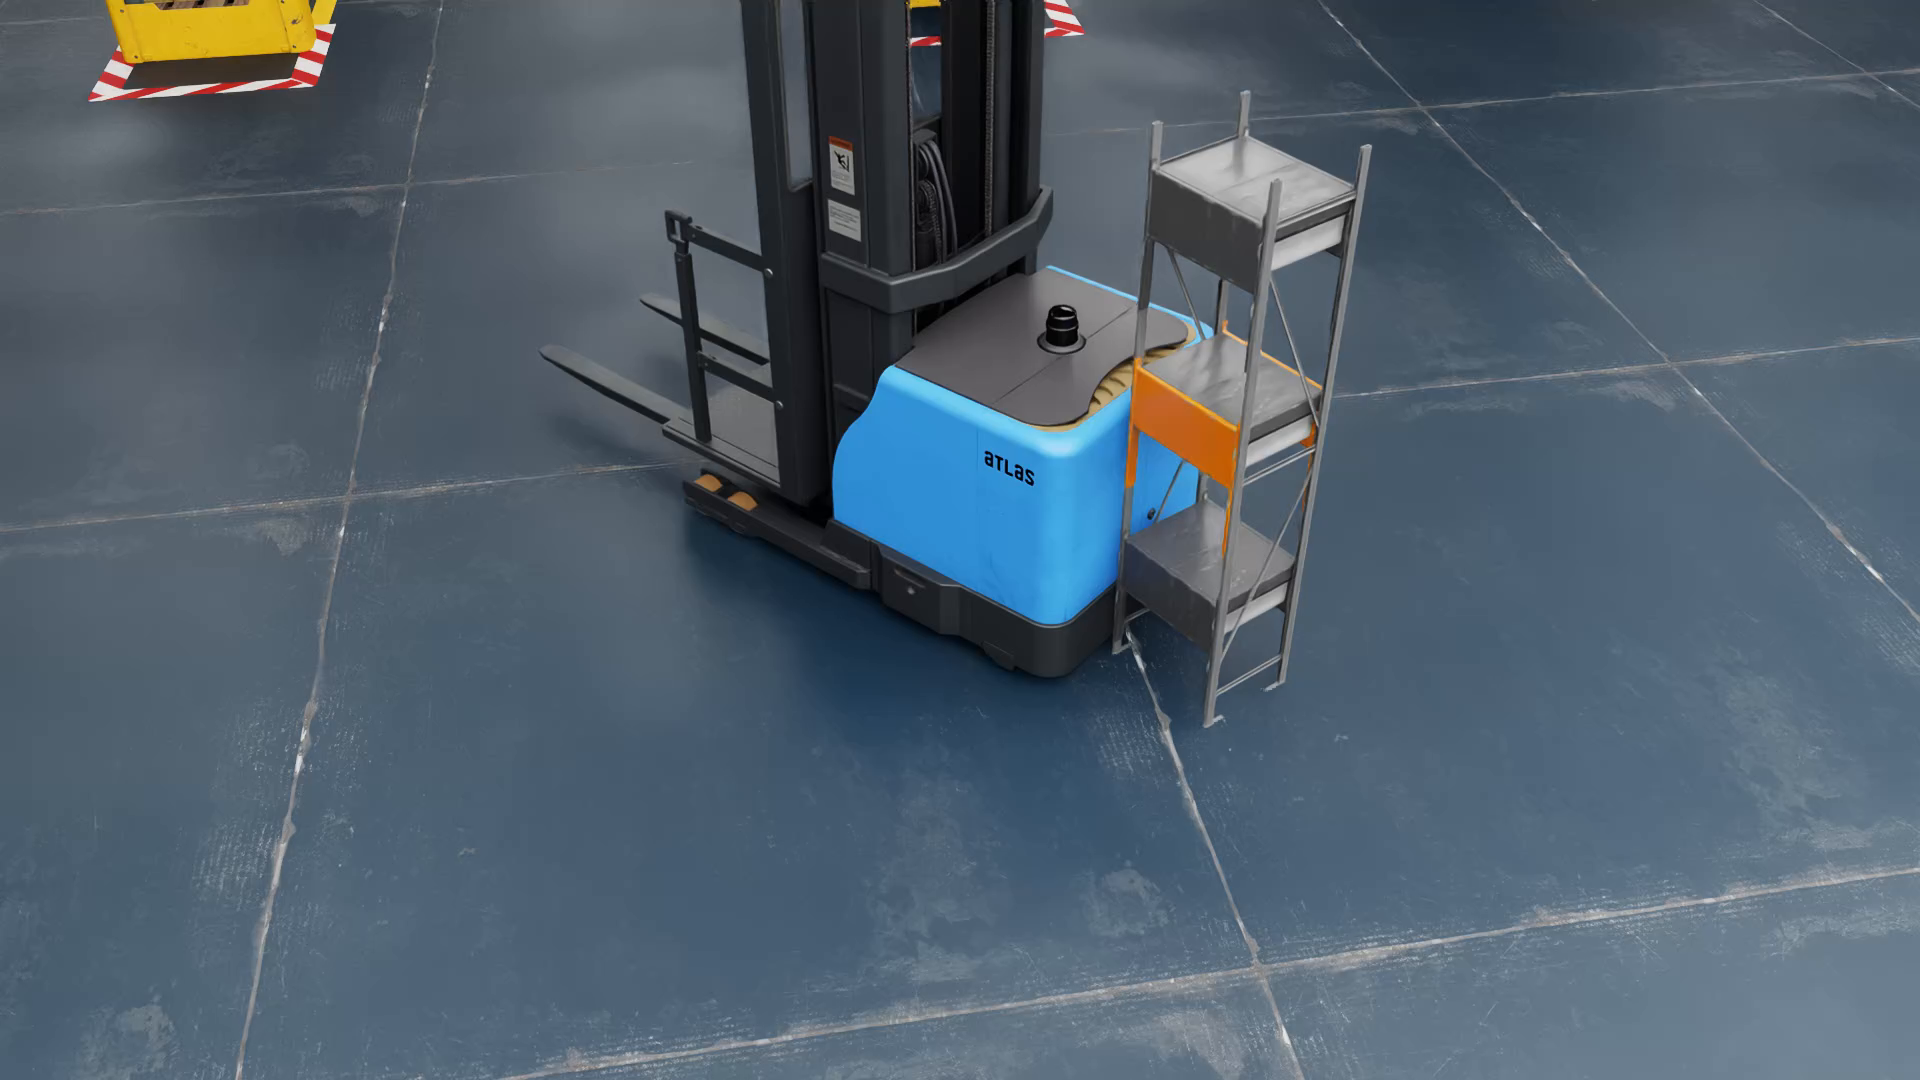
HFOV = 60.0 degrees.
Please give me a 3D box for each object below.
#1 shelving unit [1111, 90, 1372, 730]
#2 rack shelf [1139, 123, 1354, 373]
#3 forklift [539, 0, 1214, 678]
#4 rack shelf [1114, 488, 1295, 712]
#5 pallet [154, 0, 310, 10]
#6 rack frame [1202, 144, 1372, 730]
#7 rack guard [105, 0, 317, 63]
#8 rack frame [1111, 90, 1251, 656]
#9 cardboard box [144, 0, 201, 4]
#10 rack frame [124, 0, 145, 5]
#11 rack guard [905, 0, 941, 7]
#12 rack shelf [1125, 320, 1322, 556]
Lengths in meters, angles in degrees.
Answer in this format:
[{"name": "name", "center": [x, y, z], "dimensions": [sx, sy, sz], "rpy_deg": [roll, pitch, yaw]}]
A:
[{"name": "shelving unit", "center": [0.875, -0.355, 5.495], "dimensions": [0.431, 2.100, 0.503], "rpy_deg": [-25, 44, -29]}, {"name": "rack shelf", "center": [0.876, -0.897, 5.074], "dimensions": [0.431, 0.518, 0.480], "rpy_deg": [-25, 44, -29]}, {"name": "forklift", "center": [-0.512, -1.411, 6.177], "dimensions": [3.031, 2.935, 1.130], "rpy_deg": [26, 45, 30]}, {"name": "rack shelf", "center": [0.875, 0.209, 5.933], "dimensions": [0.431, 0.518, 0.480], "rpy_deg": [-25, 44, -29]}, {"name": "pallet", "center": [-5.019, -3.782, 11.446], "dimensions": [1.003, 0.211, 1.213], "rpy_deg": [-6, 38, -8]}, {"name": "rack frame", "center": [1.023, -0.236, 5.342], "dimensions": [0.400, 2.100, 0.015], "rpy_deg": [-25, 44, -29]}, {"name": "rack guard", "center": [-4.839, -3.424, 10.750], "dimensions": [1.175, 0.500, 0.348], "rpy_deg": [-6, 38, -8]}, {"name": "rack frame", "center": [0.728, -0.474, 5.648], "dimensions": [0.400, 2.100, 0.015], "rpy_deg": [-25, 44, -29]}, {"name": "cardboard box", "center": [-5.229, -3.798, 11.093], "dimensions": [0.500, 0.250, 0.500], "rpy_deg": [-6, 38, -8]}, {"name": "rack frame", "center": [-4.844, -4.426, 10.002], "dimensions": [1.000, 3.000, 0.127], "rpy_deg": [-6, 38, -8]}, {"name": "rack guard", "center": [-0.026, -4.010, 11.504], "dimensions": [1.175, 0.500, 0.348], "rpy_deg": [-6, 38, -8]}, {"name": "rack shelf", "center": [0.875, -0.344, 5.503], "dimensions": [0.431, 0.518, 0.480], "rpy_deg": [-25, 44, -29]}]
